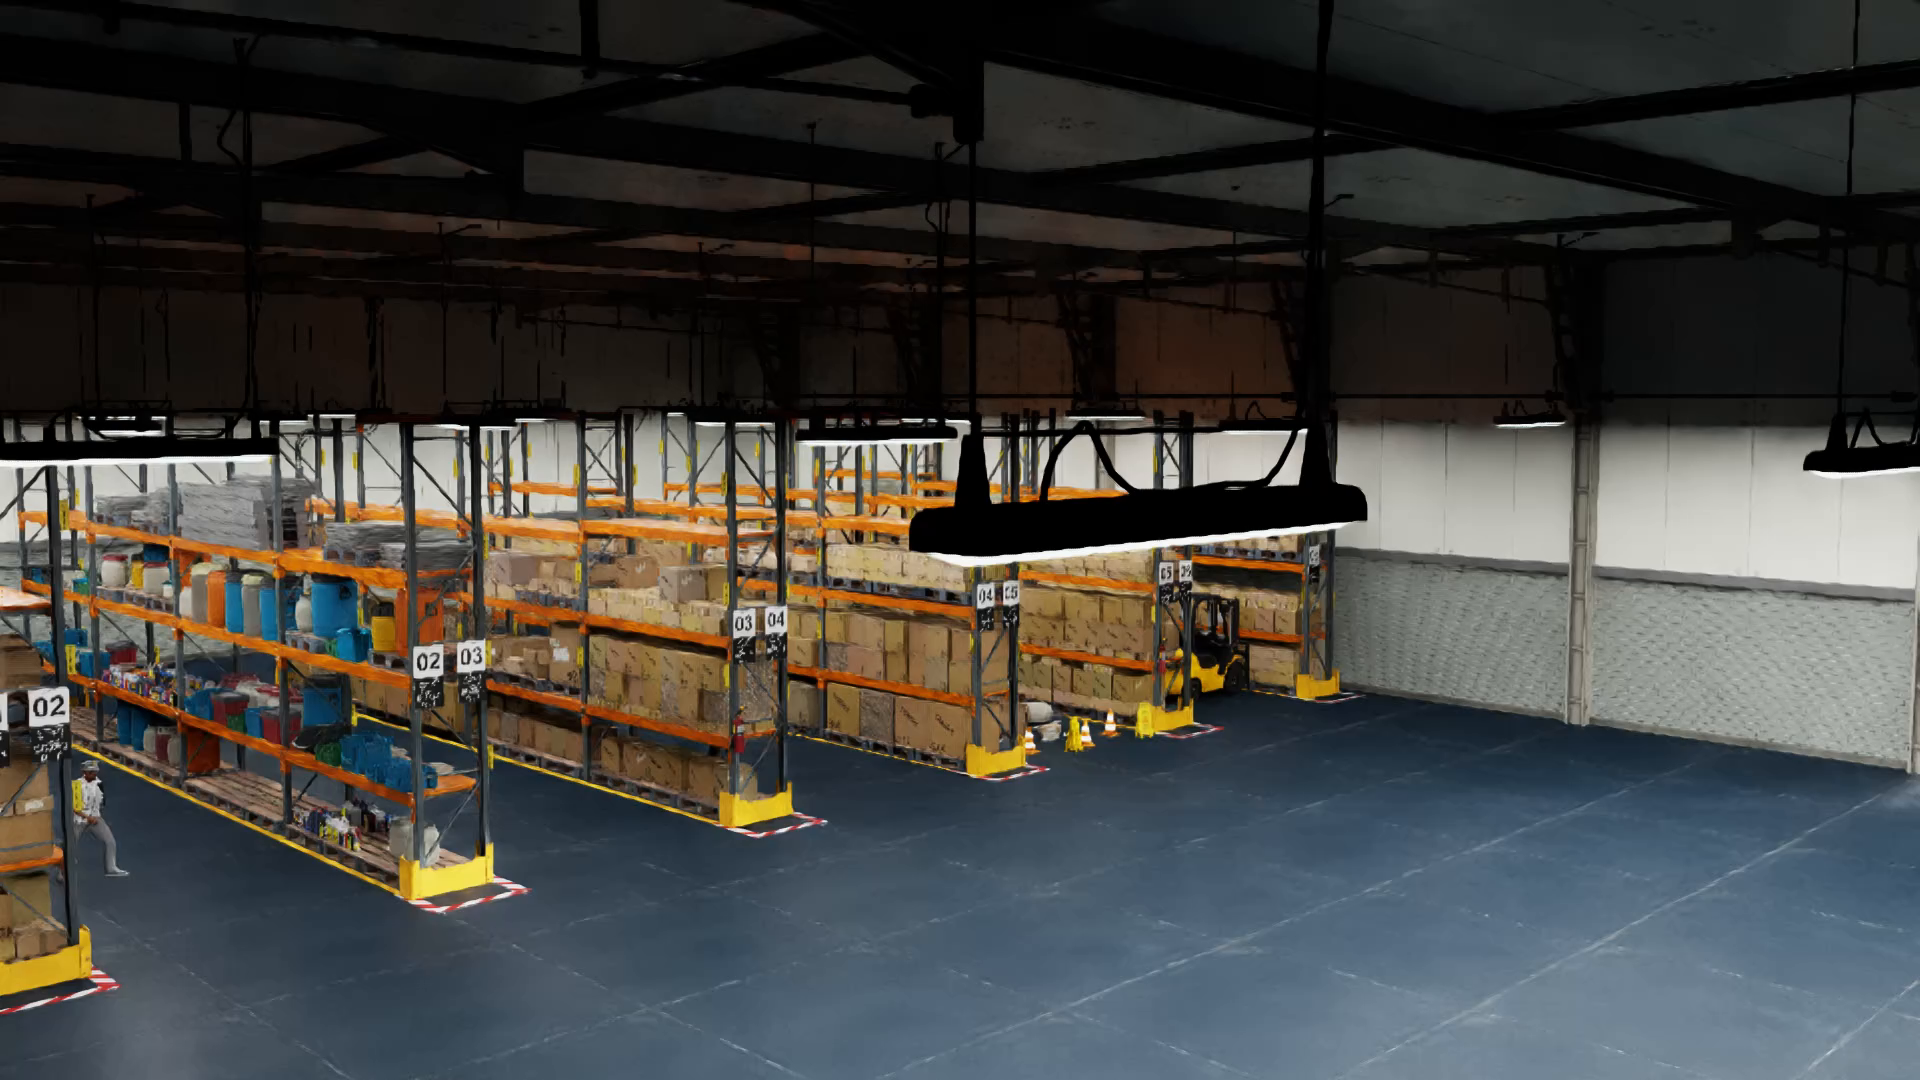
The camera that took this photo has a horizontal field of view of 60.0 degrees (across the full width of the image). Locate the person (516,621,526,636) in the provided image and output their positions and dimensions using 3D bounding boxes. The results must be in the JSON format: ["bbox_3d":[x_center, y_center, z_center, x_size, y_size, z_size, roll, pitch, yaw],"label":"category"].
[{"bbox_3d":[-10.880,1.921,40.976,0.571,1.711,0.716,2,5,18],"label":"person"}]

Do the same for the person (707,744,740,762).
[{"bbox_3d":[-3.981,2.995,28.452,1.193,1.700,0.588,5,7,43],"label":"person"}]

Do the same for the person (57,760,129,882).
[{"bbox_3d":[-11.396,3.636,21.702,0.815,1.608,0.625,3,6,27],"label":"person"}]
